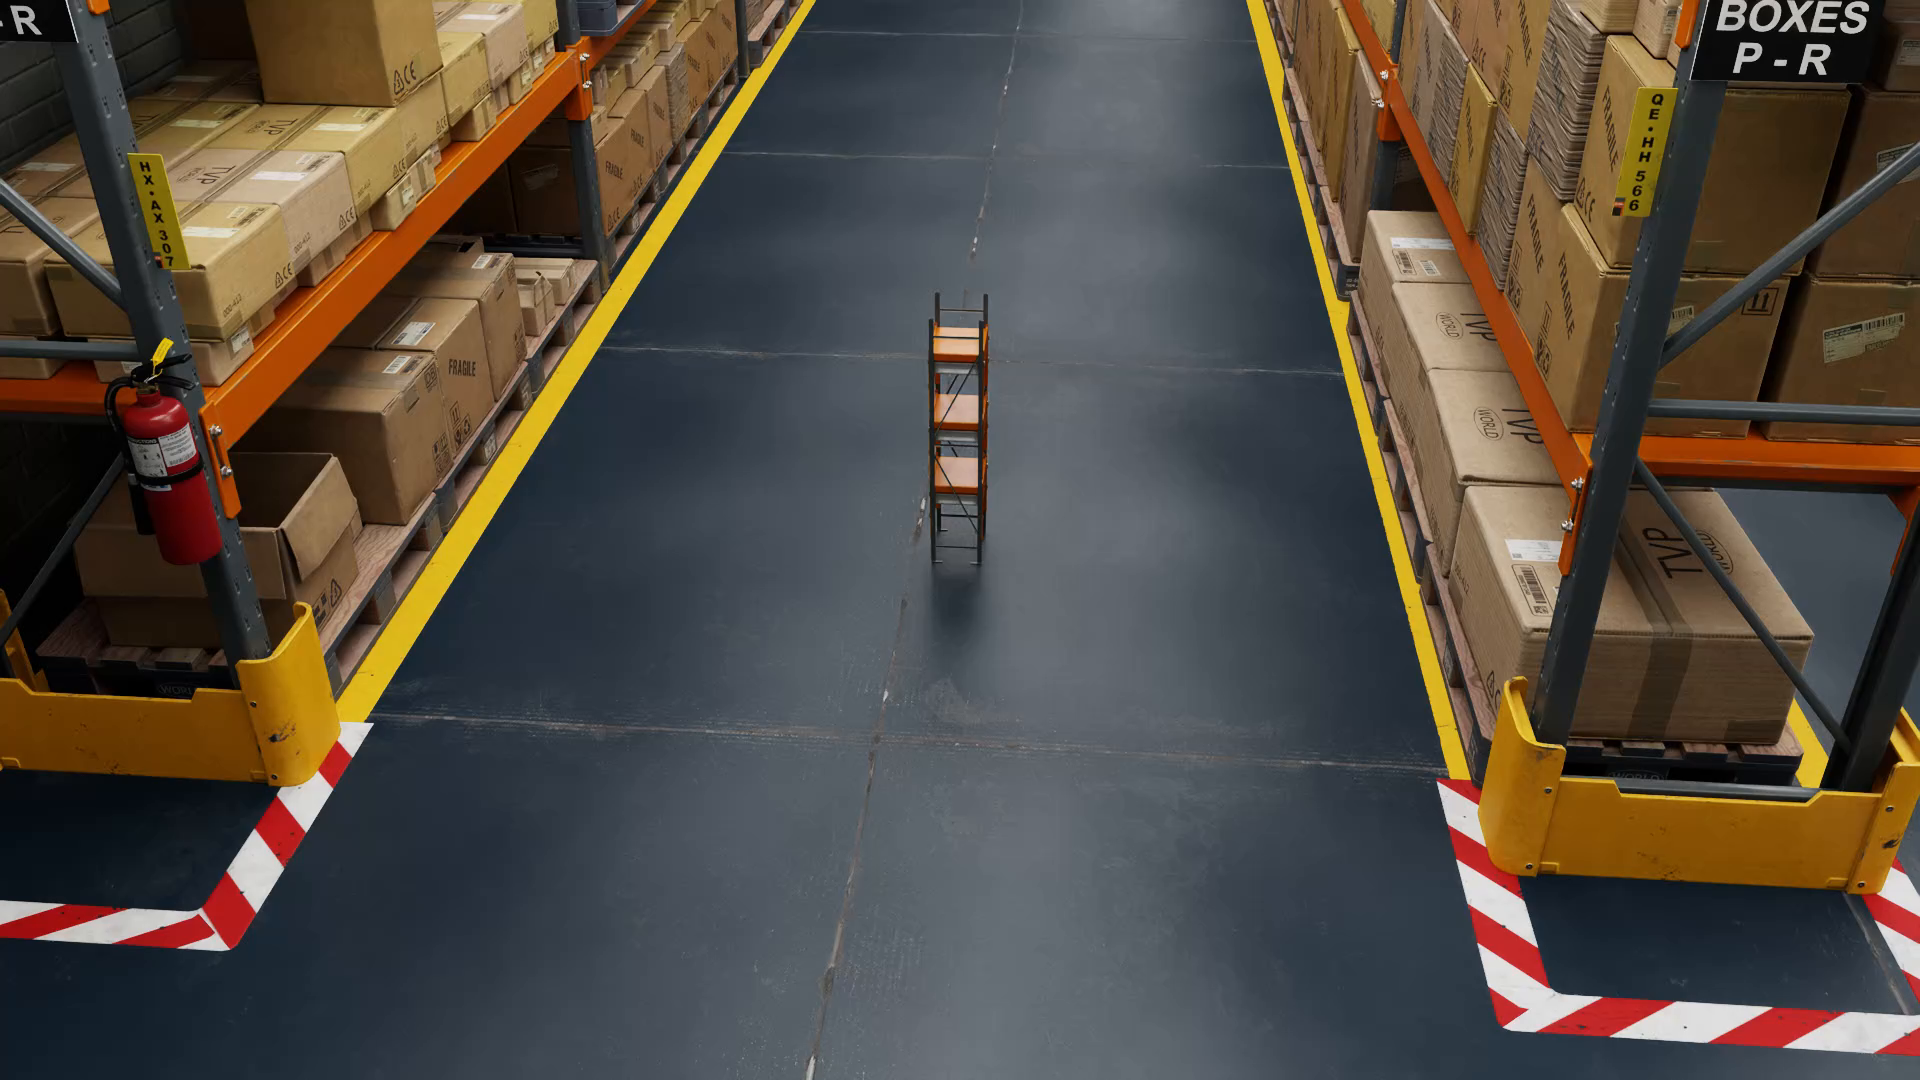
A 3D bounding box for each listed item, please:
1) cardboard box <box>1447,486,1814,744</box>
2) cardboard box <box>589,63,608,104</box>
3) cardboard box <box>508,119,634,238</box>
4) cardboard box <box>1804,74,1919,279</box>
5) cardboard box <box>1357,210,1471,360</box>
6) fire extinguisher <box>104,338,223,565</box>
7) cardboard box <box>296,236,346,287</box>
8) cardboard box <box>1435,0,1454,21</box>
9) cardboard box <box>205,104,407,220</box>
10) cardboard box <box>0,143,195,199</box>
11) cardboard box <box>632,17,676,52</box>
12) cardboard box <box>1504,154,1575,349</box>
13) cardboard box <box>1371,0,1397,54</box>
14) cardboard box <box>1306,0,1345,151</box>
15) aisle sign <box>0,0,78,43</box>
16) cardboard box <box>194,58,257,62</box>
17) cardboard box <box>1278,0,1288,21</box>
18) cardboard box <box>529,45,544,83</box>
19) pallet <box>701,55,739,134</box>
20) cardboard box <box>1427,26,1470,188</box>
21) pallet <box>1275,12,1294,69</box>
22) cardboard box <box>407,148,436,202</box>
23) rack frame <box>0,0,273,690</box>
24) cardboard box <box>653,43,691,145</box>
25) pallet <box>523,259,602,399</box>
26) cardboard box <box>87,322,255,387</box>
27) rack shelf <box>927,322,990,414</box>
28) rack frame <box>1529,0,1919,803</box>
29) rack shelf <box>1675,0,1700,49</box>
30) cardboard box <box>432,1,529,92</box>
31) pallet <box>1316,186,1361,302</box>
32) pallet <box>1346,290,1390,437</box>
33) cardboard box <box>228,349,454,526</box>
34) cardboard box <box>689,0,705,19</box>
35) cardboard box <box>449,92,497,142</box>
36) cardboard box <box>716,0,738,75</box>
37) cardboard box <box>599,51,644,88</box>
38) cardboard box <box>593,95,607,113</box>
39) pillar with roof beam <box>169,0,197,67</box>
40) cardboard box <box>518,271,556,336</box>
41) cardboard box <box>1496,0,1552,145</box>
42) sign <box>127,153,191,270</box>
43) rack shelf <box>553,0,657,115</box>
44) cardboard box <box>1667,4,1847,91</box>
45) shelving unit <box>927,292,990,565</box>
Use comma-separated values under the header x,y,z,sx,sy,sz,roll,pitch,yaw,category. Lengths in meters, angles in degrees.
x,y,z,sx,sy,sz,roll,pitch,yaw,category
2.189,0.231,5.558,0.875,0.438,0.875,1,32,2,cardboard box
-2.119,-2.465,8.971,0.380,0.149,0.250,1,32,2,cardboard box
-2.123,-1.991,9.104,0.500,0.500,0.500,4,32,6,cardboard box
2.558,-1.039,4.528,0.500,0.500,0.500,2,32,3,cardboard box
2.402,-1.187,7.860,0.875,0.438,0.875,2,32,3,cardboard box
-2.264,-0.253,4.731,0.296,0.674,0.183,2,32,4,fire extinguisher
-2.369,-0.998,5.750,0.380,0.149,0.250,3,32,6,cardboard box
2.233,-2.389,6.719,0.500,0.500,0.500,2,32,3,cardboard box
-2.328,-1.359,5.956,0.500,0.250,0.500,2,32,3,cardboard box
-2.896,-1.126,5.577,0.500,0.250,0.500,3,32,4,cardboard box
-1.985,-3.154,10.373,0.380,0.149,0.250,1,32,2,cardboard box
2.066,-0.899,5.255,0.500,0.500,0.500,2,32,3,cardboard box
2.346,-2.605,8.260,0.500,0.250,0.500,2,32,3,cardboard box
2.670,-2.965,10.327,0.875,0.875,0.875,3,32,5,cardboard box
-2.425,-1.600,4.009,0.394,0.787,0.004,2,32,4,aisle sign
-2.774,-1.916,6.860,0.500,0.250,0.500,3,32,5,cardboard box
2.994,-4.256,12.901,0.950,0.372,0.625,2,32,3,cardboard box
-2.161,-2.212,7.719,0.380,0.149,0.250,3,32,5,cardboard box
-2.160,-3.149,11.658,1.003,0.211,1.213,2,32,4,pallet
2.169,-1.709,6.568,0.500,0.500,0.500,3,32,4,cardboard box
2.951,-3.736,12.611,1.003,0.211,1.213,2,32,4,pallet
-2.257,-1.405,6.410,0.380,0.149,0.250,3,32,5,cardboard box
-2.713,-0.542,4.770,1.000,3.000,0.127,2,32,4,rack frame
-1.996,-2.802,10.420,0.500,0.500,0.500,1,32,2,cardboard box
-2.444,-1.087,8.313,1.003,0.211,1.213,2,32,4,pallet
-2.412,-0.595,5.096,0.380,0.149,0.250,2,32,4,cardboard box
-0.004,-0.652,6.286,0.215,0.259,0.240,2,32,4,rack shelf
2.235,-0.332,4.429,1.000,3.000,0.127,2,32,4,rack frame
2.398,-2.348,5.528,1.077,0.370,4.000,2,32,4,rack shelf
-2.211,-2.157,7.250,0.500,0.250,0.500,3,32,4,cardboard box
2.548,-1.643,9.214,1.003,0.211,1.213,2,32,4,pallet
2.421,-0.842,7.915,1.003,0.211,1.213,2,32,4,pallet
-2.460,-0.417,6.550,0.700,0.500,0.500,4,32,6,cardboard box
-1.906,-3.567,11.042,0.380,0.149,0.250,1,32,2,cardboard box
-2.199,-1.804,7.058,0.380,0.149,0.250,2,32,3,cardboard box
-1.881,-3.609,11.730,0.500,0.500,0.500,3,32,5,cardboard box
-2.071,-2.756,9.727,0.380,0.149,0.250,2,32,4,cardboard box
-2.147,-2.348,9.065,0.380,0.149,0.250,2,32,3,cardboard box
0.949,-4.678,5.763,9.100,9.000,0.400,2,32,4,pillar with roof beam
-2.169,-1.158,7.975,0.396,0.266,0.258,4,32,6,cardboard box
2.094,-1.595,5.431,0.500,0.500,0.500,2,32,4,cardboard box
-2.172,-0.887,4.505,0.100,0.325,0.005,2,32,4,sign
-2.224,-3.373,10.049,1.077,0.370,4.000,2,32,4,rack shelf
2.065,-1.272,4.289,0.380,0.149,0.250,3,32,5,cardboard box
-0.004,-0.419,6.429,0.215,1.050,0.252,2,32,4,shelving unit
